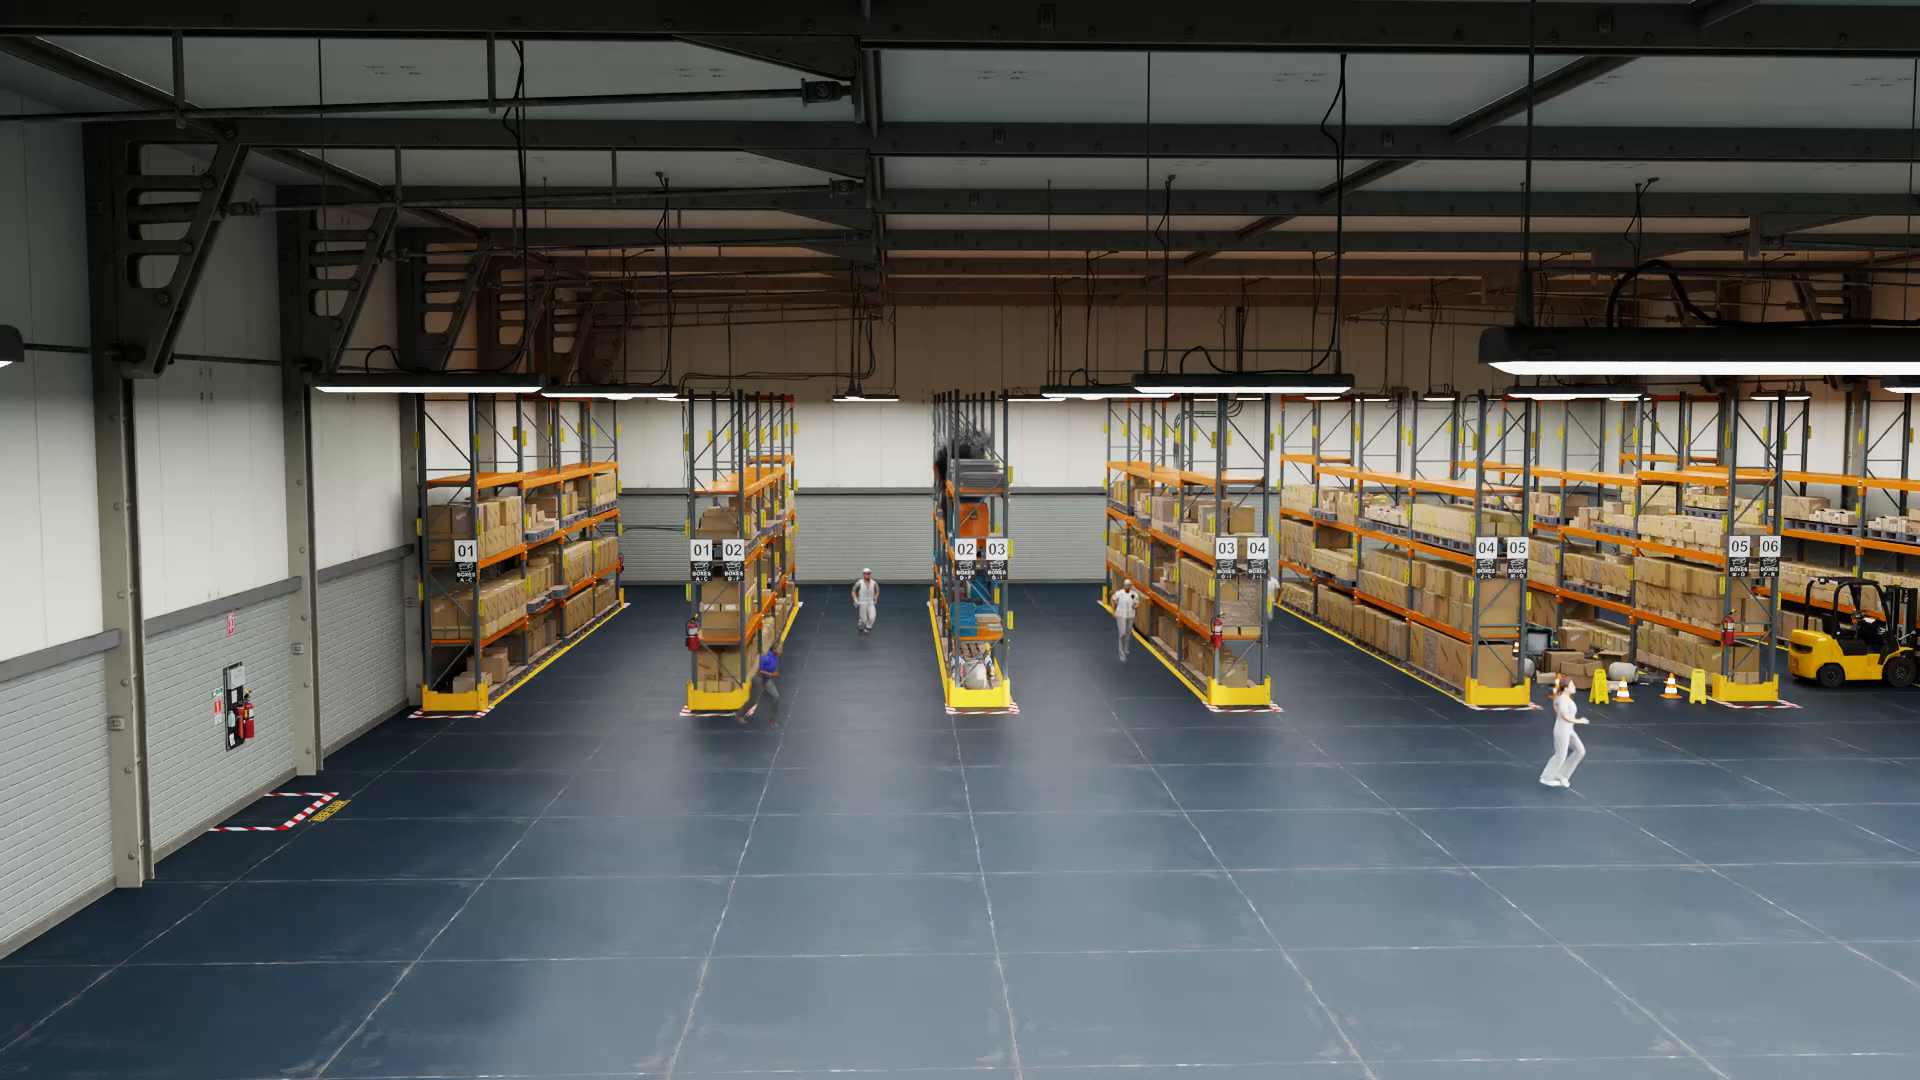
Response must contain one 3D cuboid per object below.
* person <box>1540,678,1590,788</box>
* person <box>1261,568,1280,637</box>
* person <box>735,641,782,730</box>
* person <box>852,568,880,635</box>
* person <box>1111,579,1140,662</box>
[{"bbox_3d":[9.019,2.883,24.773,0.681,1.681,0.578,2,5,28],"label":"person"},{"bbox_3d":[7.569,1.512,41.140,0.719,1.737,0.739,0,5,-3],"label":"person"},{"bbox_3d":[-3.546,2.570,29.422,0.960,1.613,0.617,2,5,22],"label":"person"},{"bbox_3d":[-2.194,1.466,39.175,0.658,1.609,0.646,-1,5,-16],"label":"person"},{"bbox_3d":[3.577,1.725,35.753,0.570,1.778,0.772,-1,5,-10],"label":"person"}]
